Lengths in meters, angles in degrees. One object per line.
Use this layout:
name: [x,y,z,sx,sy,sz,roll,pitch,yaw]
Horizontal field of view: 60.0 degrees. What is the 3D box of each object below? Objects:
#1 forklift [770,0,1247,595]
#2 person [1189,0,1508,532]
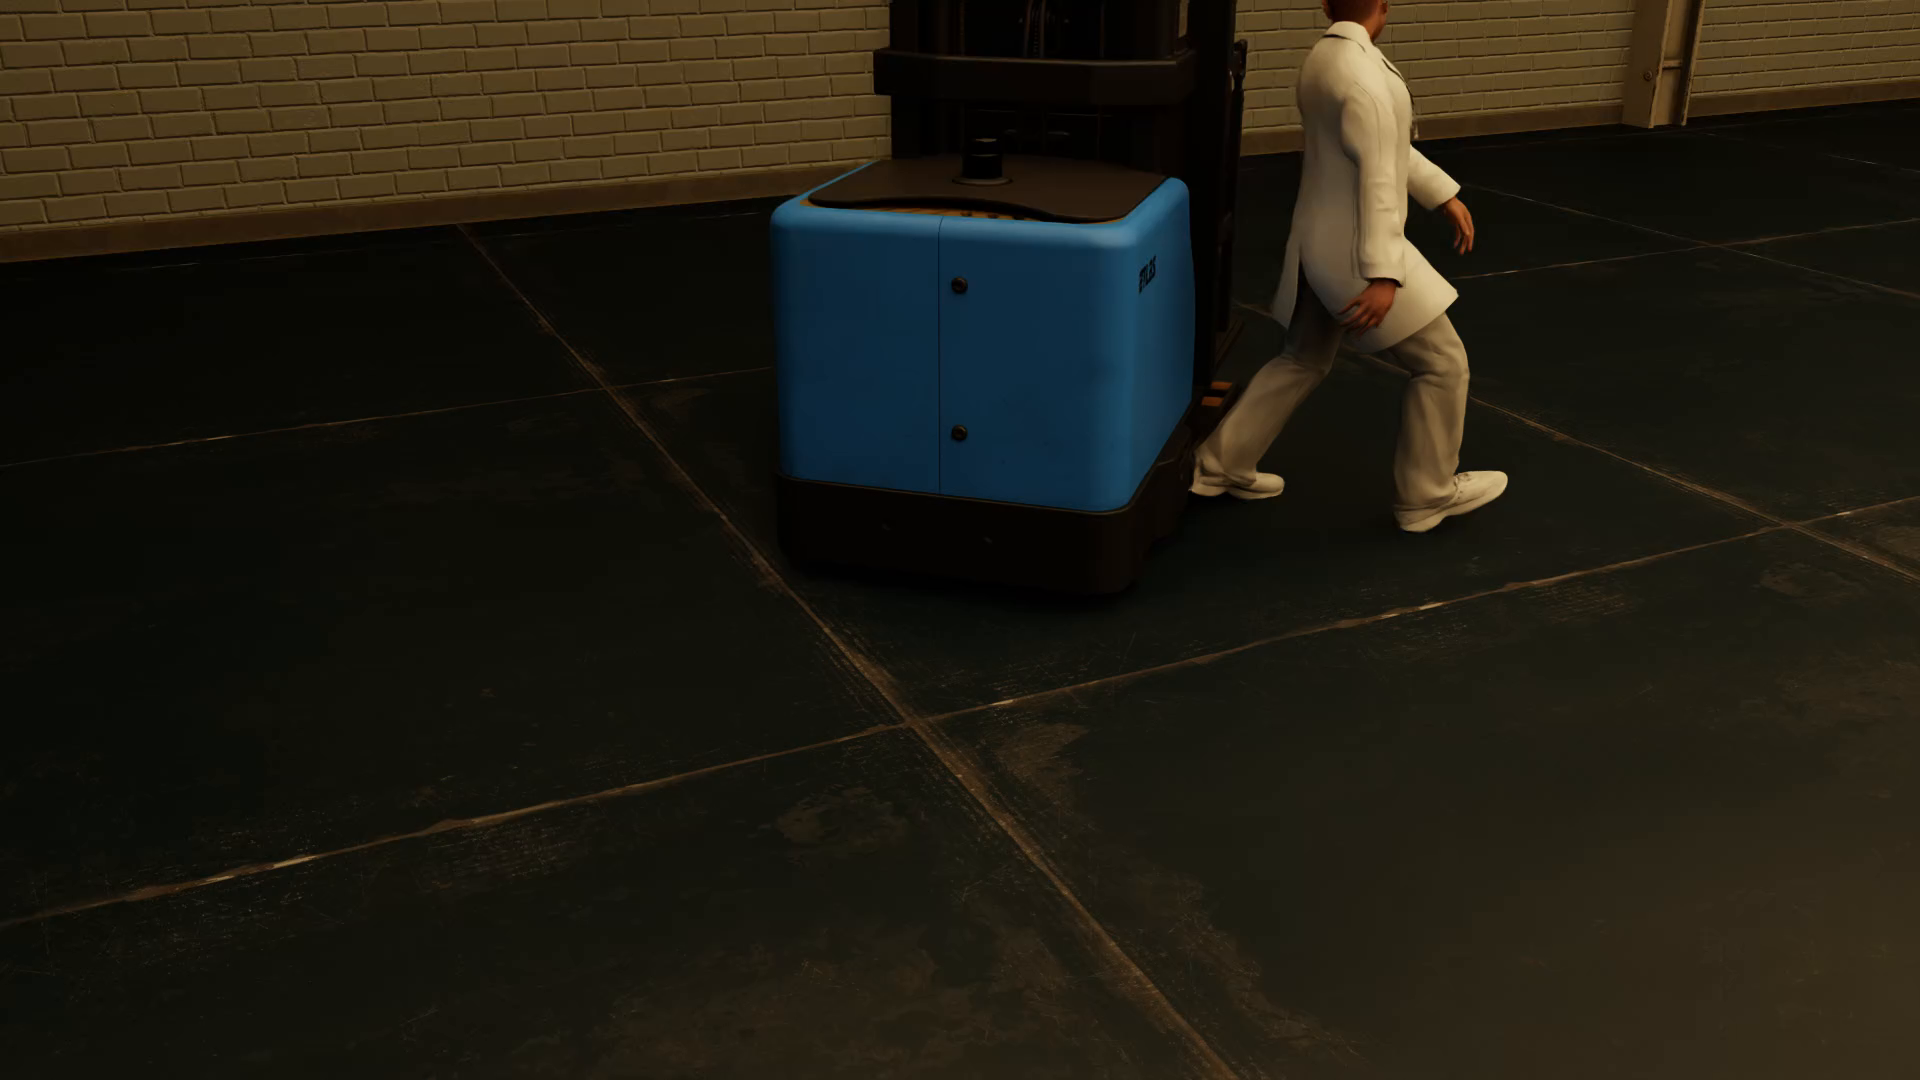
forklift: [0.398,-1.740,5.475,1.130,2.935,3.031,7,24,16]
person: [1.215,-0.844,4.969,0.927,1.712,0.739,-5,23,-11]
